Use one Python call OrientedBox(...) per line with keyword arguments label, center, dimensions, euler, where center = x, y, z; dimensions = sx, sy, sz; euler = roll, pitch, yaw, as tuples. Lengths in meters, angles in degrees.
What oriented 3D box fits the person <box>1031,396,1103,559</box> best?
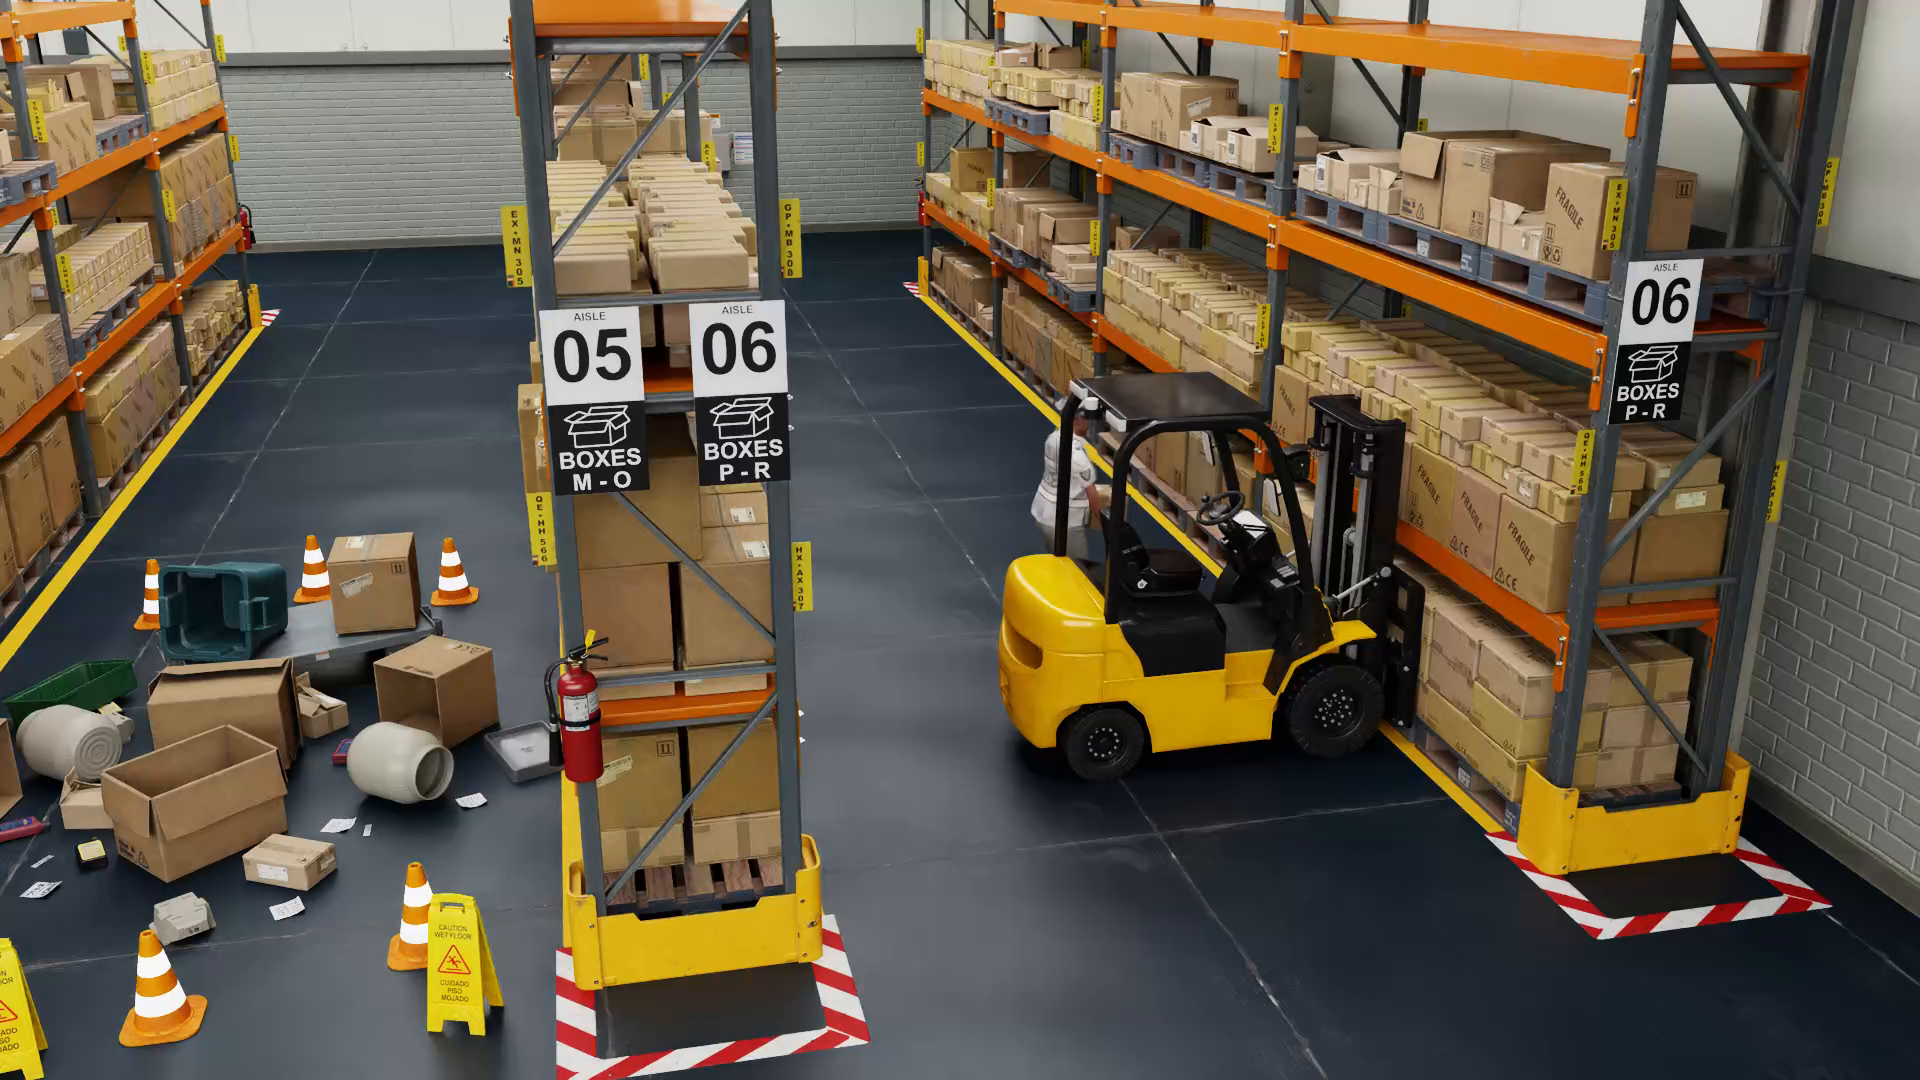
OrientedBox(label="person", center=(0.788, -0.145, 11.472), dimensions=(0.580, 1.759, 0.489), euler=(-5, 20, -13))
